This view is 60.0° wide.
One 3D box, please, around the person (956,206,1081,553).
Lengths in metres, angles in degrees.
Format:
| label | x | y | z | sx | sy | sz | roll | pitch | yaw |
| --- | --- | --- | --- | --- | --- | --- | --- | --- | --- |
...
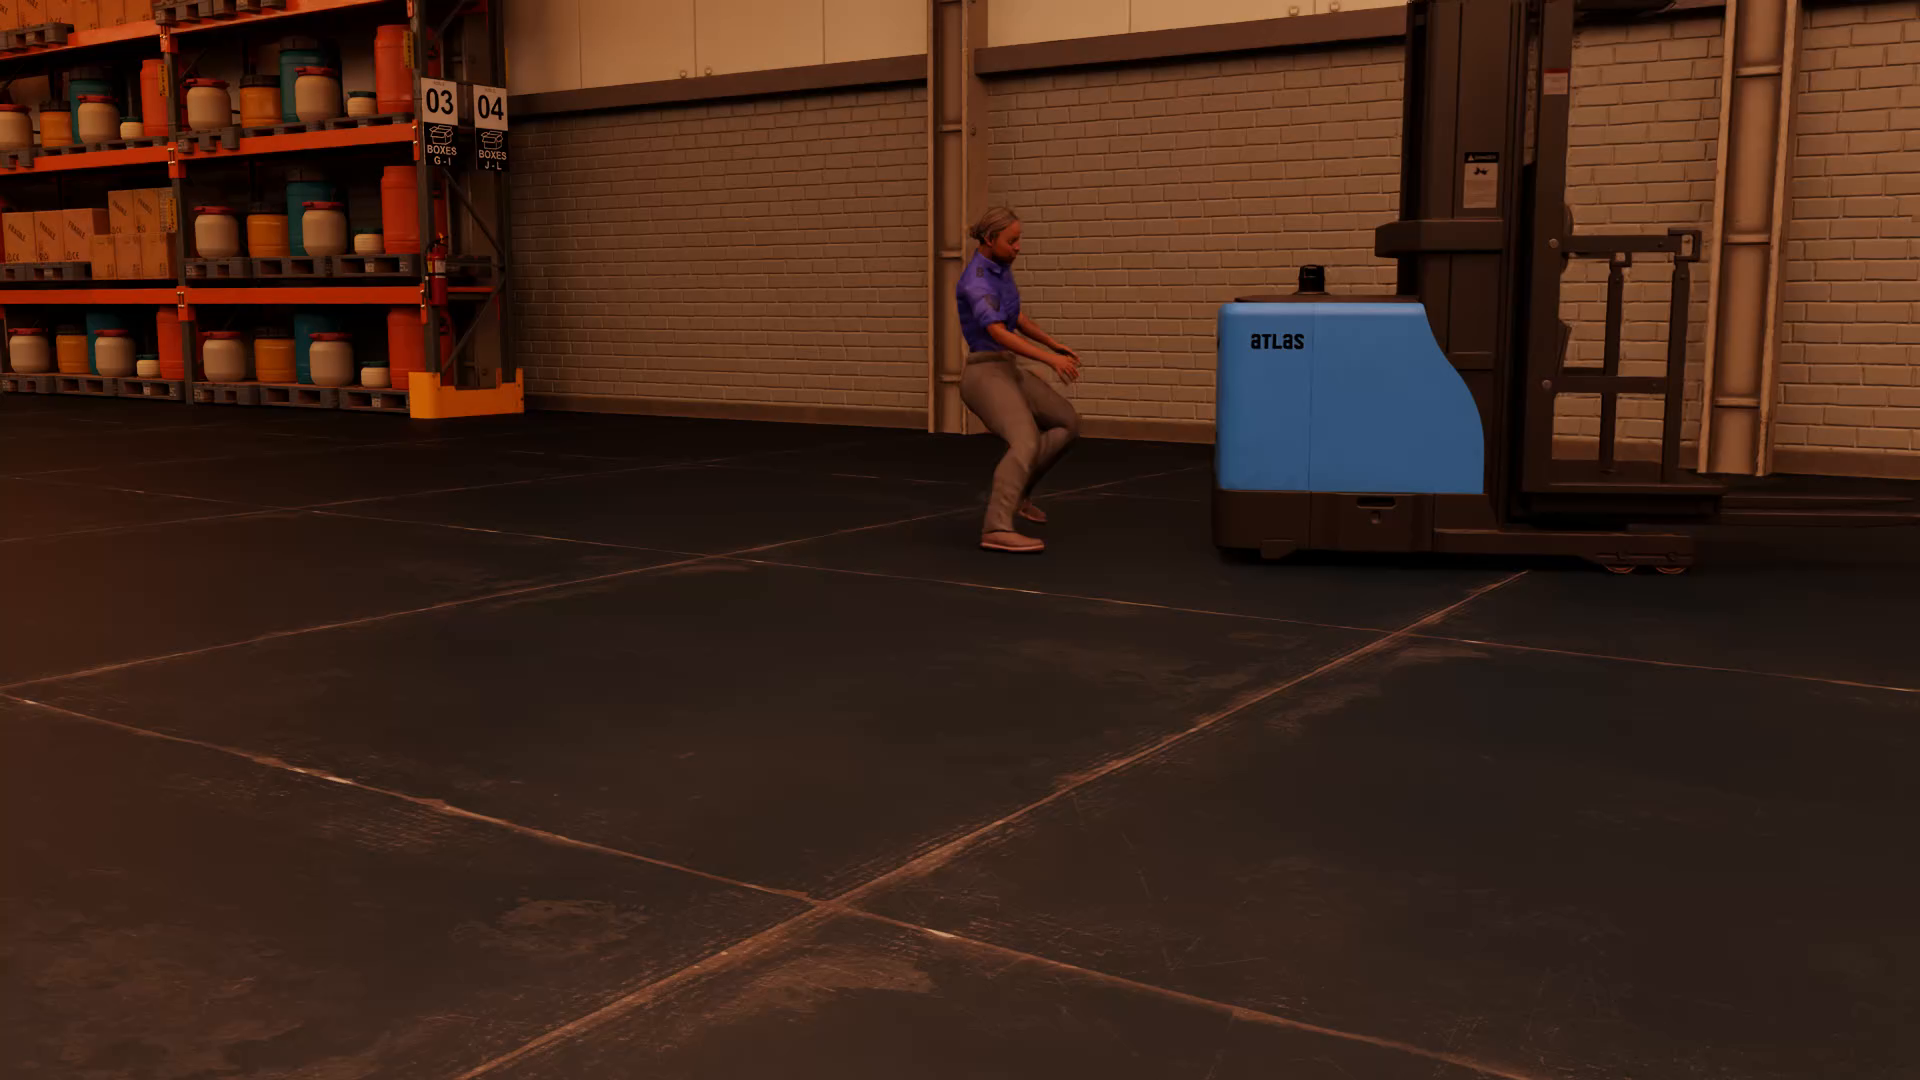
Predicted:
| label | x | y | z | sx | sy | sz | roll | pitch | yaw |
| --- | --- | --- | --- | --- | --- | --- | --- | --- | --- |
| person | 0.305 | -0.733 | 7.455 | 0.640 | 1.486 | 0.796 | 3 | 9 | 19 |

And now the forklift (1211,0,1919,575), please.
| label | x | y | z | sx | sy | sz | roll | pitch | yaw |
| --- | --- | --- | --- | --- | --- | --- | --- | --- | --- |
| forklift | 2.623 | -1.392 | 6.983 | 3.031 | 2.935 | 1.130 | 1 | 8 | 7 |
